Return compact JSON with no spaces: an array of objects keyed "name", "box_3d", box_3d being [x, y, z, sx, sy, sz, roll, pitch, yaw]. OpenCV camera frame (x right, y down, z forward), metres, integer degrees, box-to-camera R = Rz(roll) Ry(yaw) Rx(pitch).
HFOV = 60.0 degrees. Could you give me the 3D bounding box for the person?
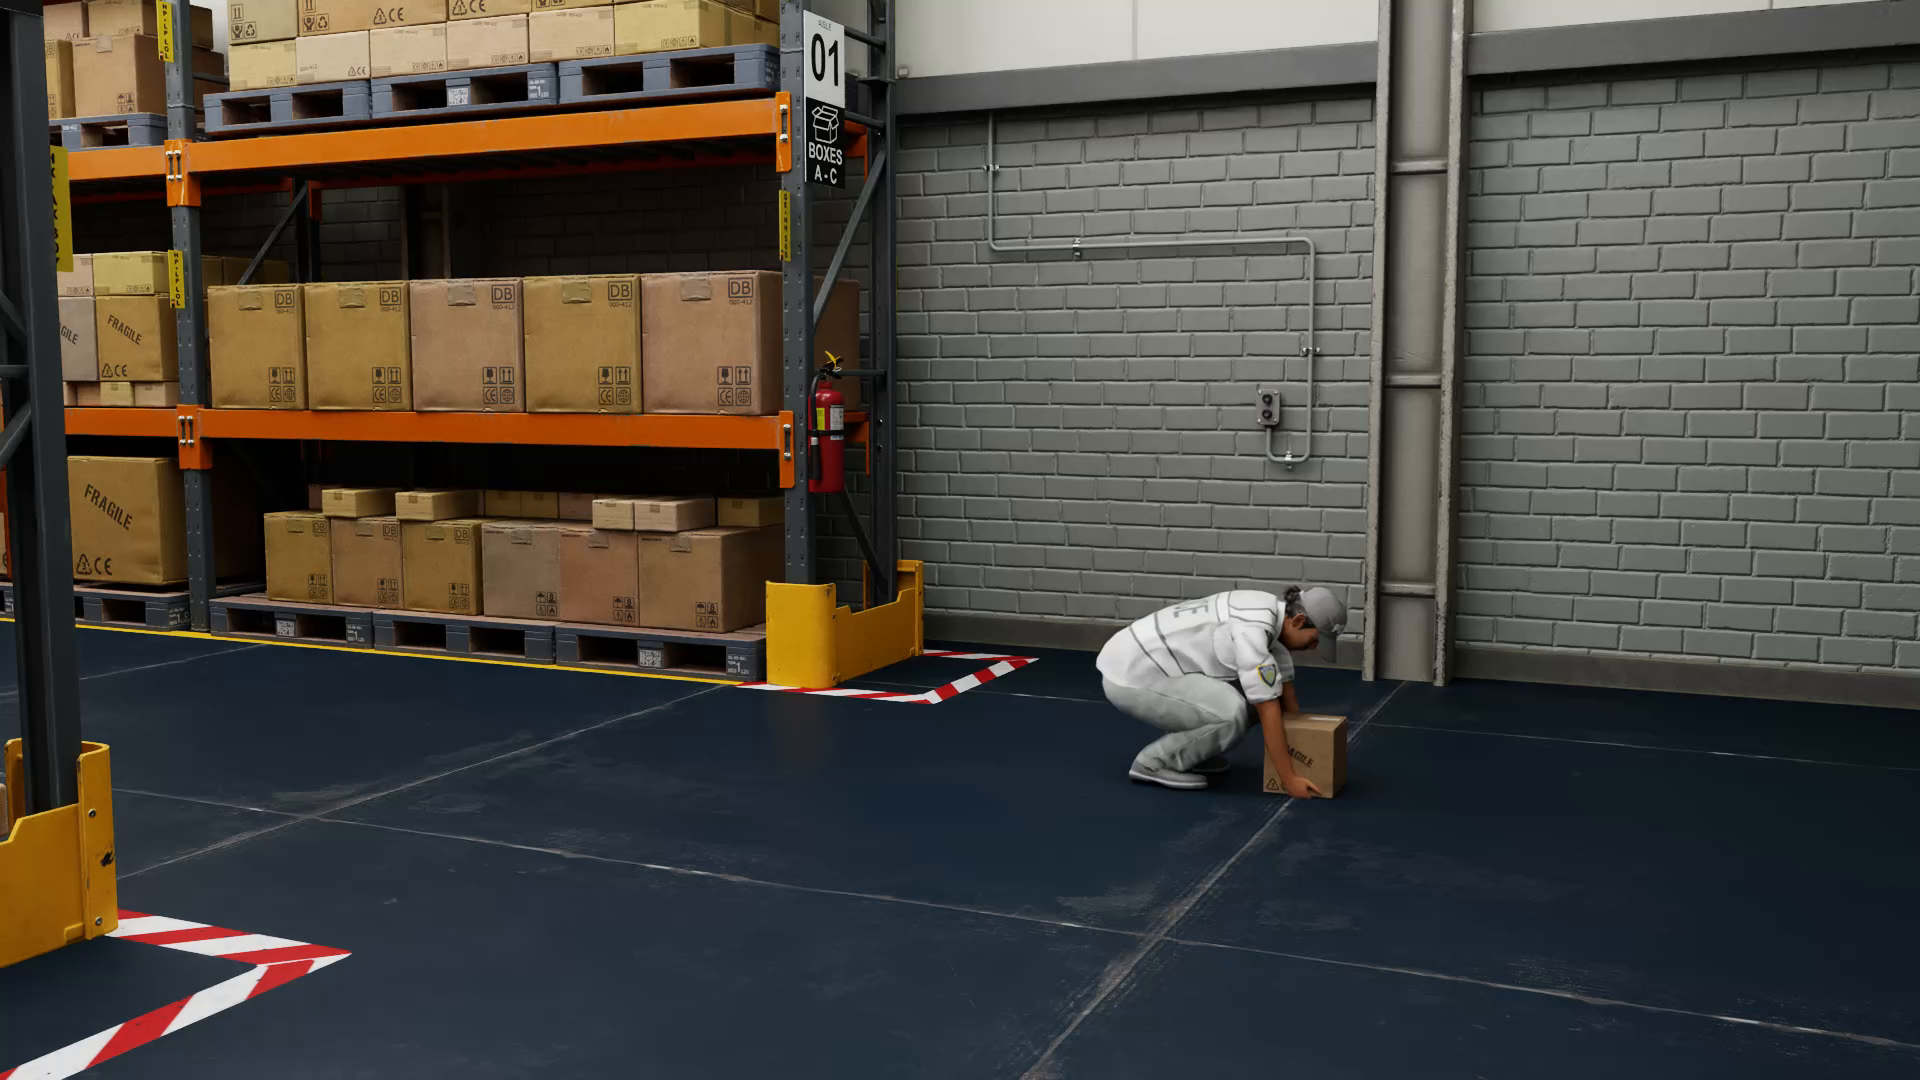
[{"name":"person","box_3d":[0.965,0.563,6.155,0.899,0.816,0.526,2,6,23]}]
